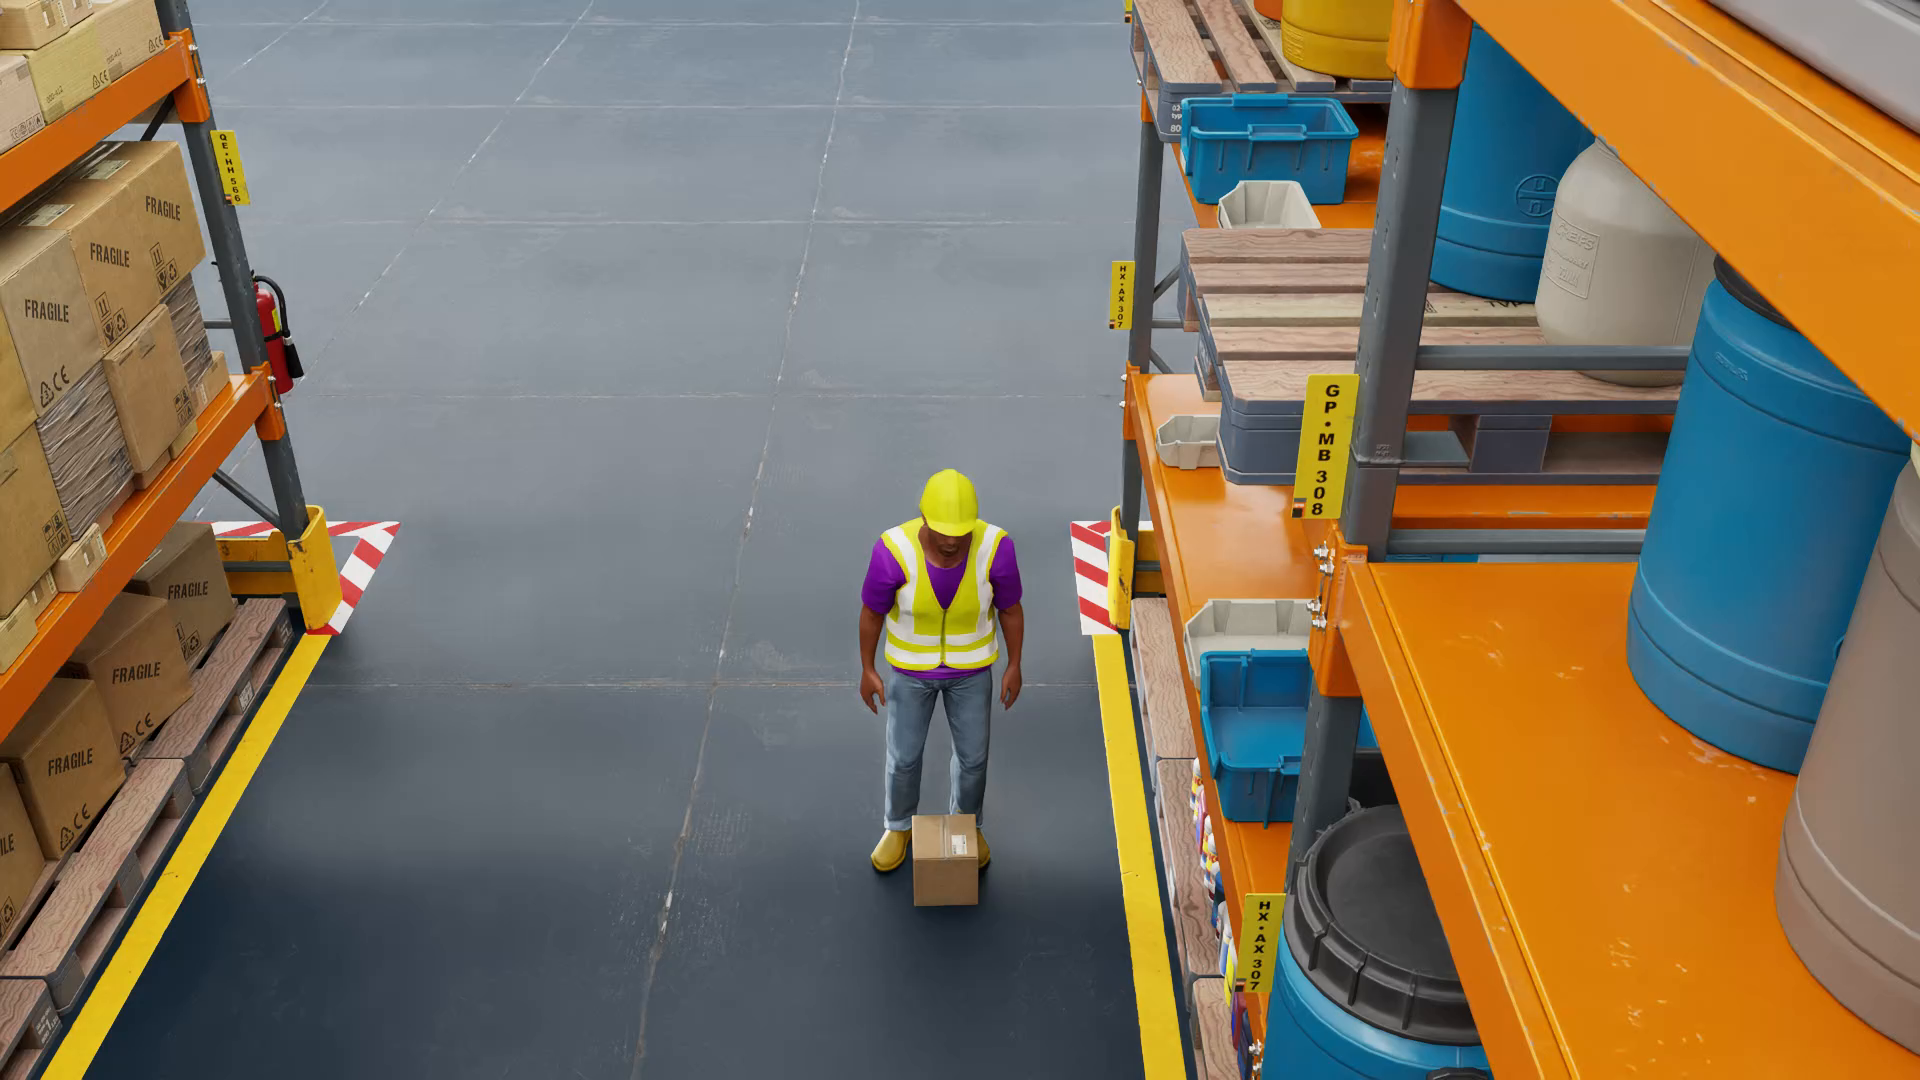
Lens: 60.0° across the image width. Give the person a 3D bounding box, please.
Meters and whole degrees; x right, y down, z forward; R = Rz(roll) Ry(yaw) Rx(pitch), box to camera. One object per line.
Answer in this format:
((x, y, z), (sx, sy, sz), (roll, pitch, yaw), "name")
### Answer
((-0.069, 0.491, 6.312), (0.629, 1.759, 0.461), (-2, 31, -3), "person")
